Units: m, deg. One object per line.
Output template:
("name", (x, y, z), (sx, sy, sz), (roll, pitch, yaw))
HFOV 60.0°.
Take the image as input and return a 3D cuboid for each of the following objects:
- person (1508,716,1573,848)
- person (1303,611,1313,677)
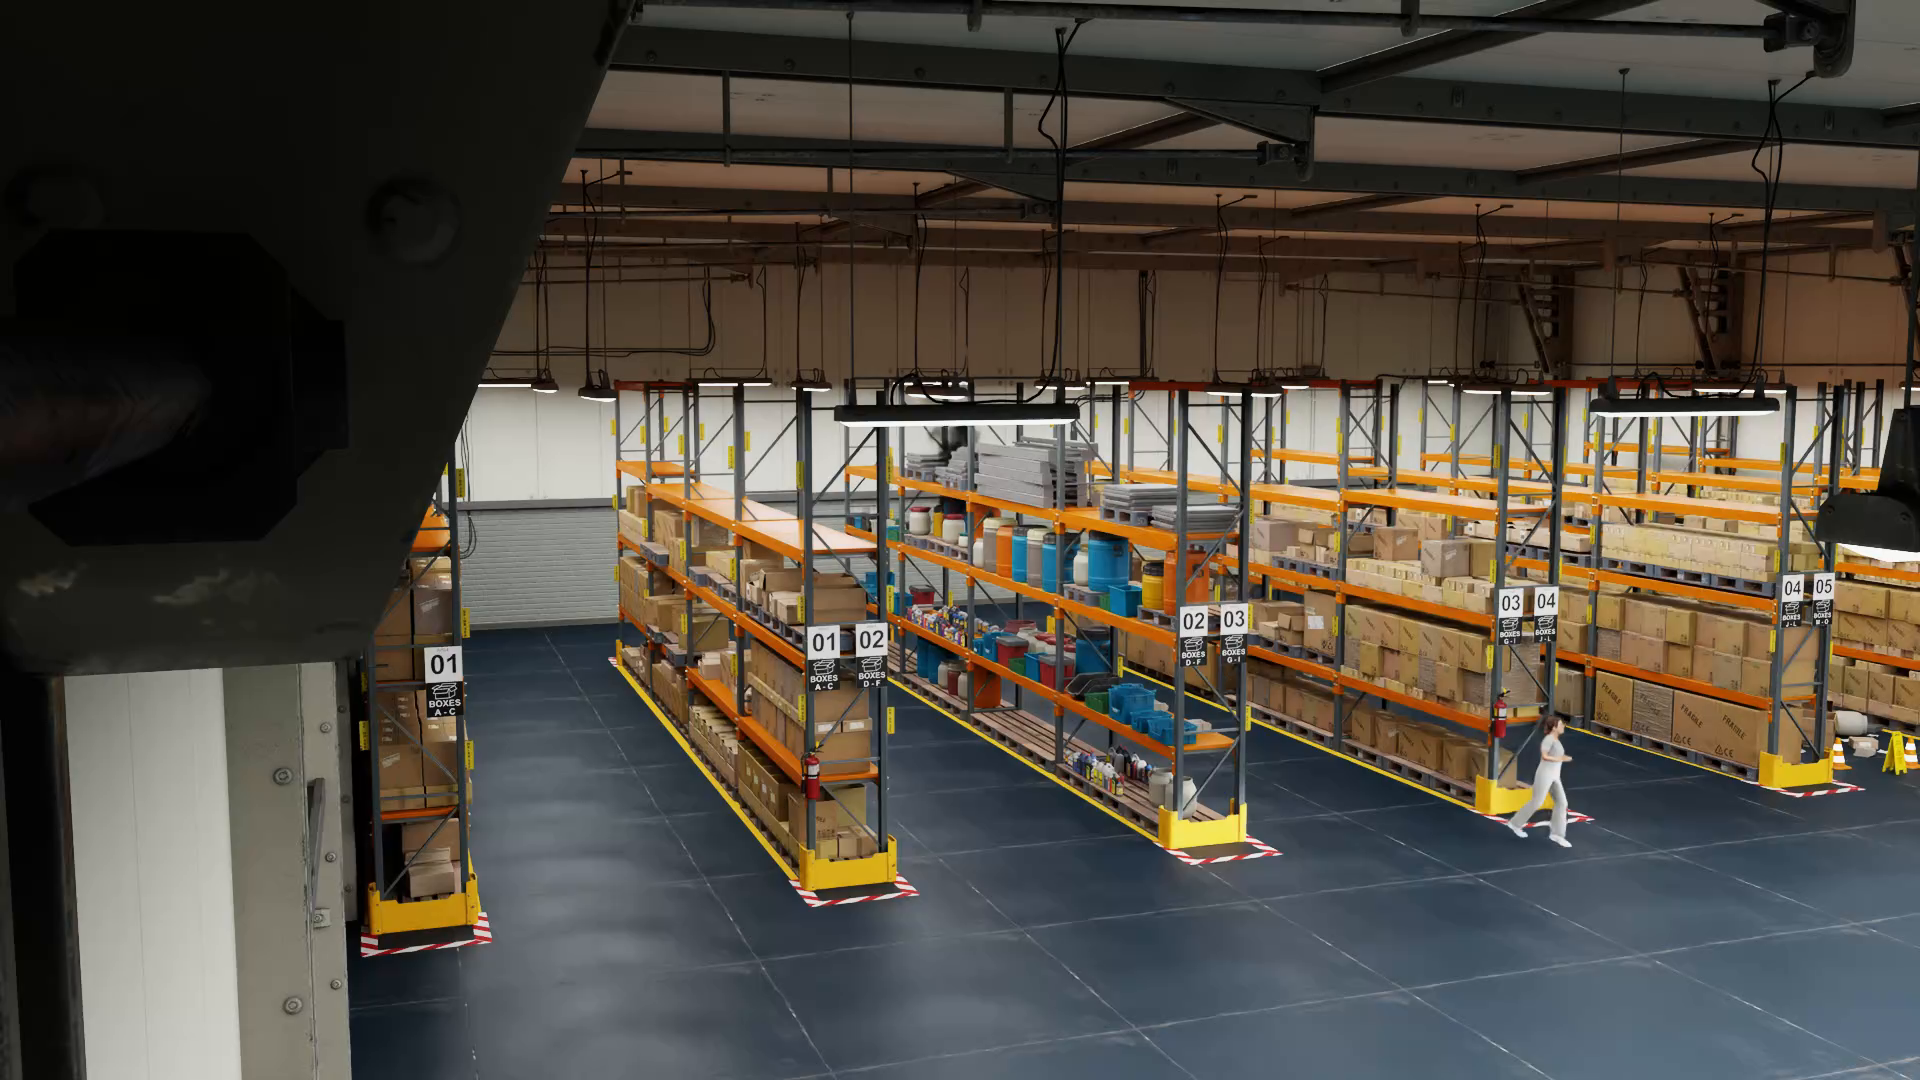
("person", (7.819, 3.170, 22.136), (0.856, 1.669, 0.591), (5, 8, 40))
("person", (7.067, 2.094, 33.890), (0.368, 1.358, 0.504), (-2, 6, -19))
